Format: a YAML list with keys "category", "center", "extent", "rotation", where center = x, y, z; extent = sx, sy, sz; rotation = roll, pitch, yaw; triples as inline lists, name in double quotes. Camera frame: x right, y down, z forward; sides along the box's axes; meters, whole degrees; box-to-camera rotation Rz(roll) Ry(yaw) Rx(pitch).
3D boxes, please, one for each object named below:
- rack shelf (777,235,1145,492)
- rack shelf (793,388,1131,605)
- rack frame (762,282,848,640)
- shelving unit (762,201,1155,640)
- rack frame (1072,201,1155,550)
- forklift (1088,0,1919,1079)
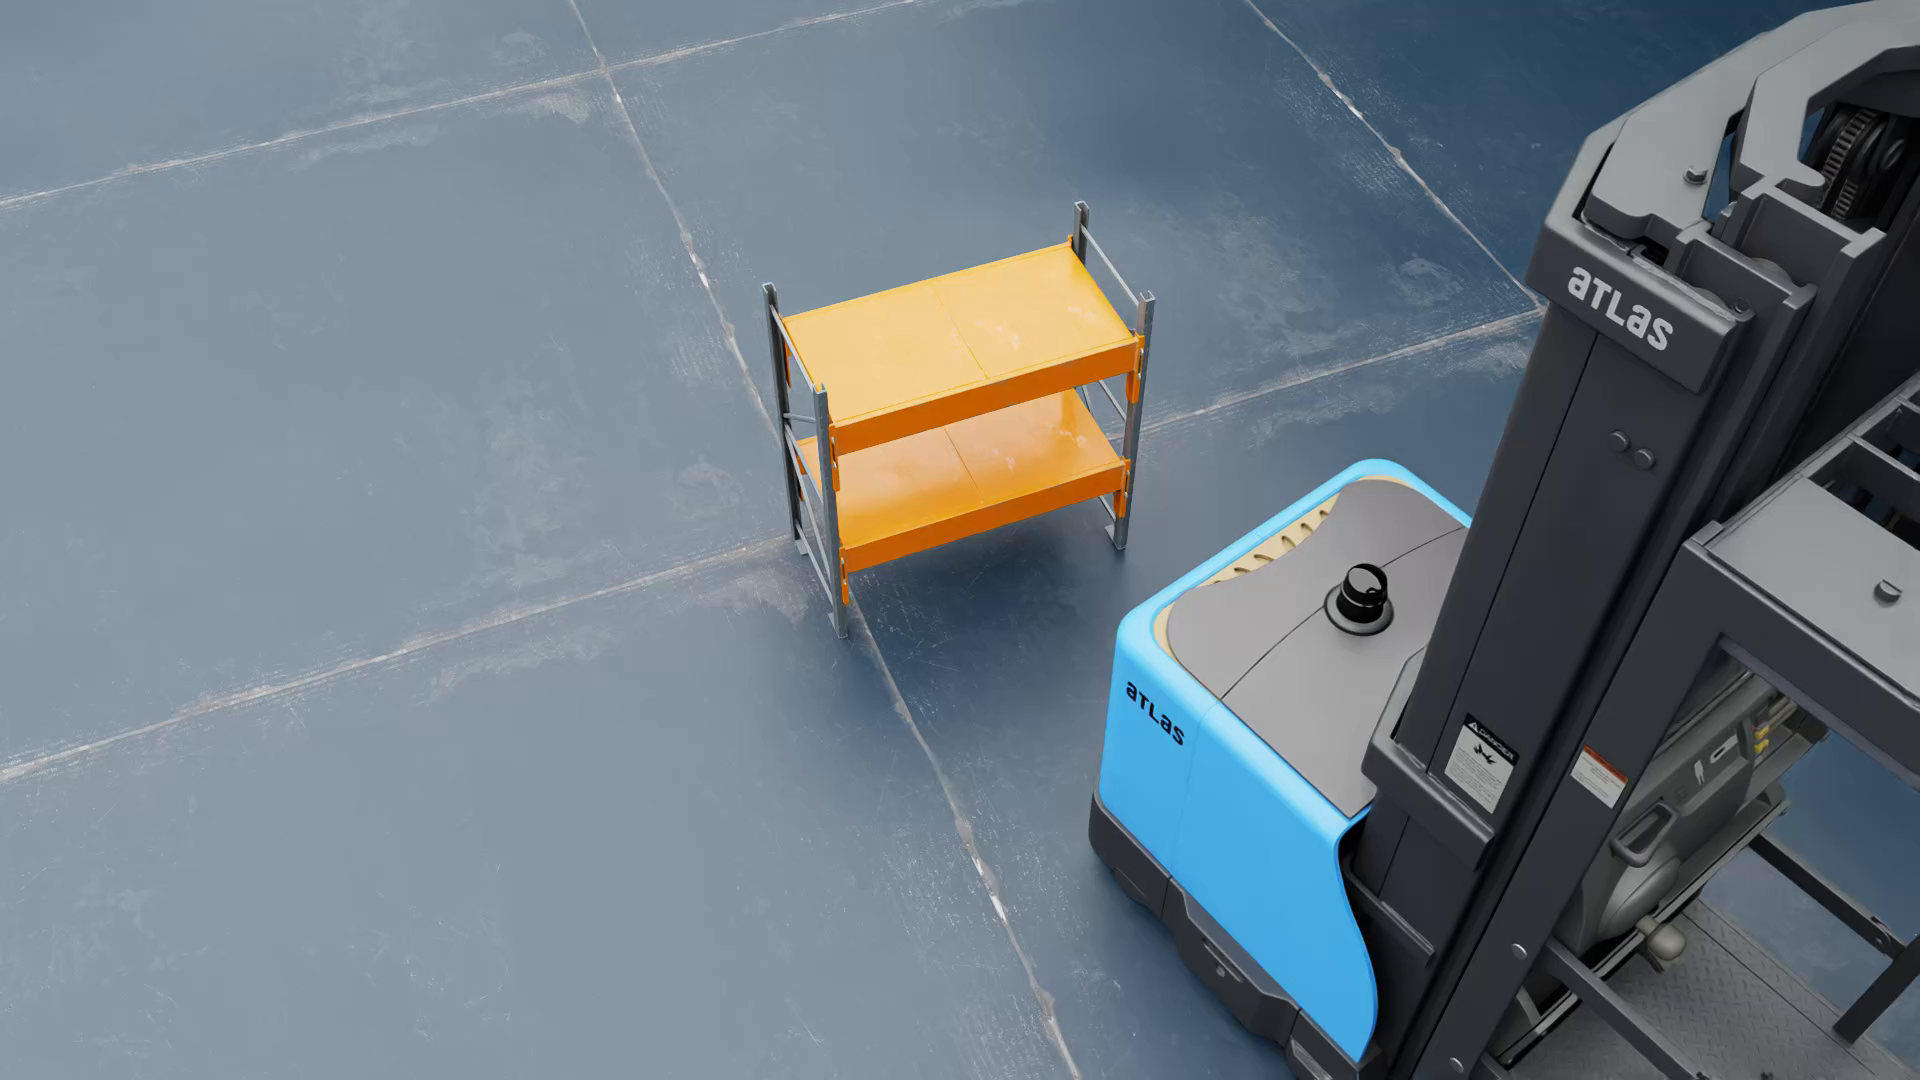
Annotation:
- category: "rack shelf"
  center: [-0.006, -0.555, 5.100]
  extent: [1.000, 0.278, 0.538]
  rotation: [-17, 52, -14]
- category: "rack shelf"
  center: [-0.006, -0.205, 5.507]
  extent: [1.000, 0.278, 0.538]
  rotation: [-17, 52, -14]
- category: "rack frame"
  center: [-0.477, -0.219, 5.196]
  extent: [0.032, 1.125, 0.500]
  rotation: [-17, 52, -14]
- category: "shelving unit"
  center: [-0.006, -0.365, 5.322]
  extent: [1.048, 1.125, 0.538]
  rotation: [-17, 52, -14]
- category: "rack frame"
  center: [0.464, -0.510, 5.447]
  extent: [0.032, 1.125, 0.500]
  rotation: [-17, 52, -14]
- category: "forklift"
  center: [1.687, 0.601, 3.302]
  extent: [1.130, 2.935, 3.031]
  rotation: [-31, 56, -24]
